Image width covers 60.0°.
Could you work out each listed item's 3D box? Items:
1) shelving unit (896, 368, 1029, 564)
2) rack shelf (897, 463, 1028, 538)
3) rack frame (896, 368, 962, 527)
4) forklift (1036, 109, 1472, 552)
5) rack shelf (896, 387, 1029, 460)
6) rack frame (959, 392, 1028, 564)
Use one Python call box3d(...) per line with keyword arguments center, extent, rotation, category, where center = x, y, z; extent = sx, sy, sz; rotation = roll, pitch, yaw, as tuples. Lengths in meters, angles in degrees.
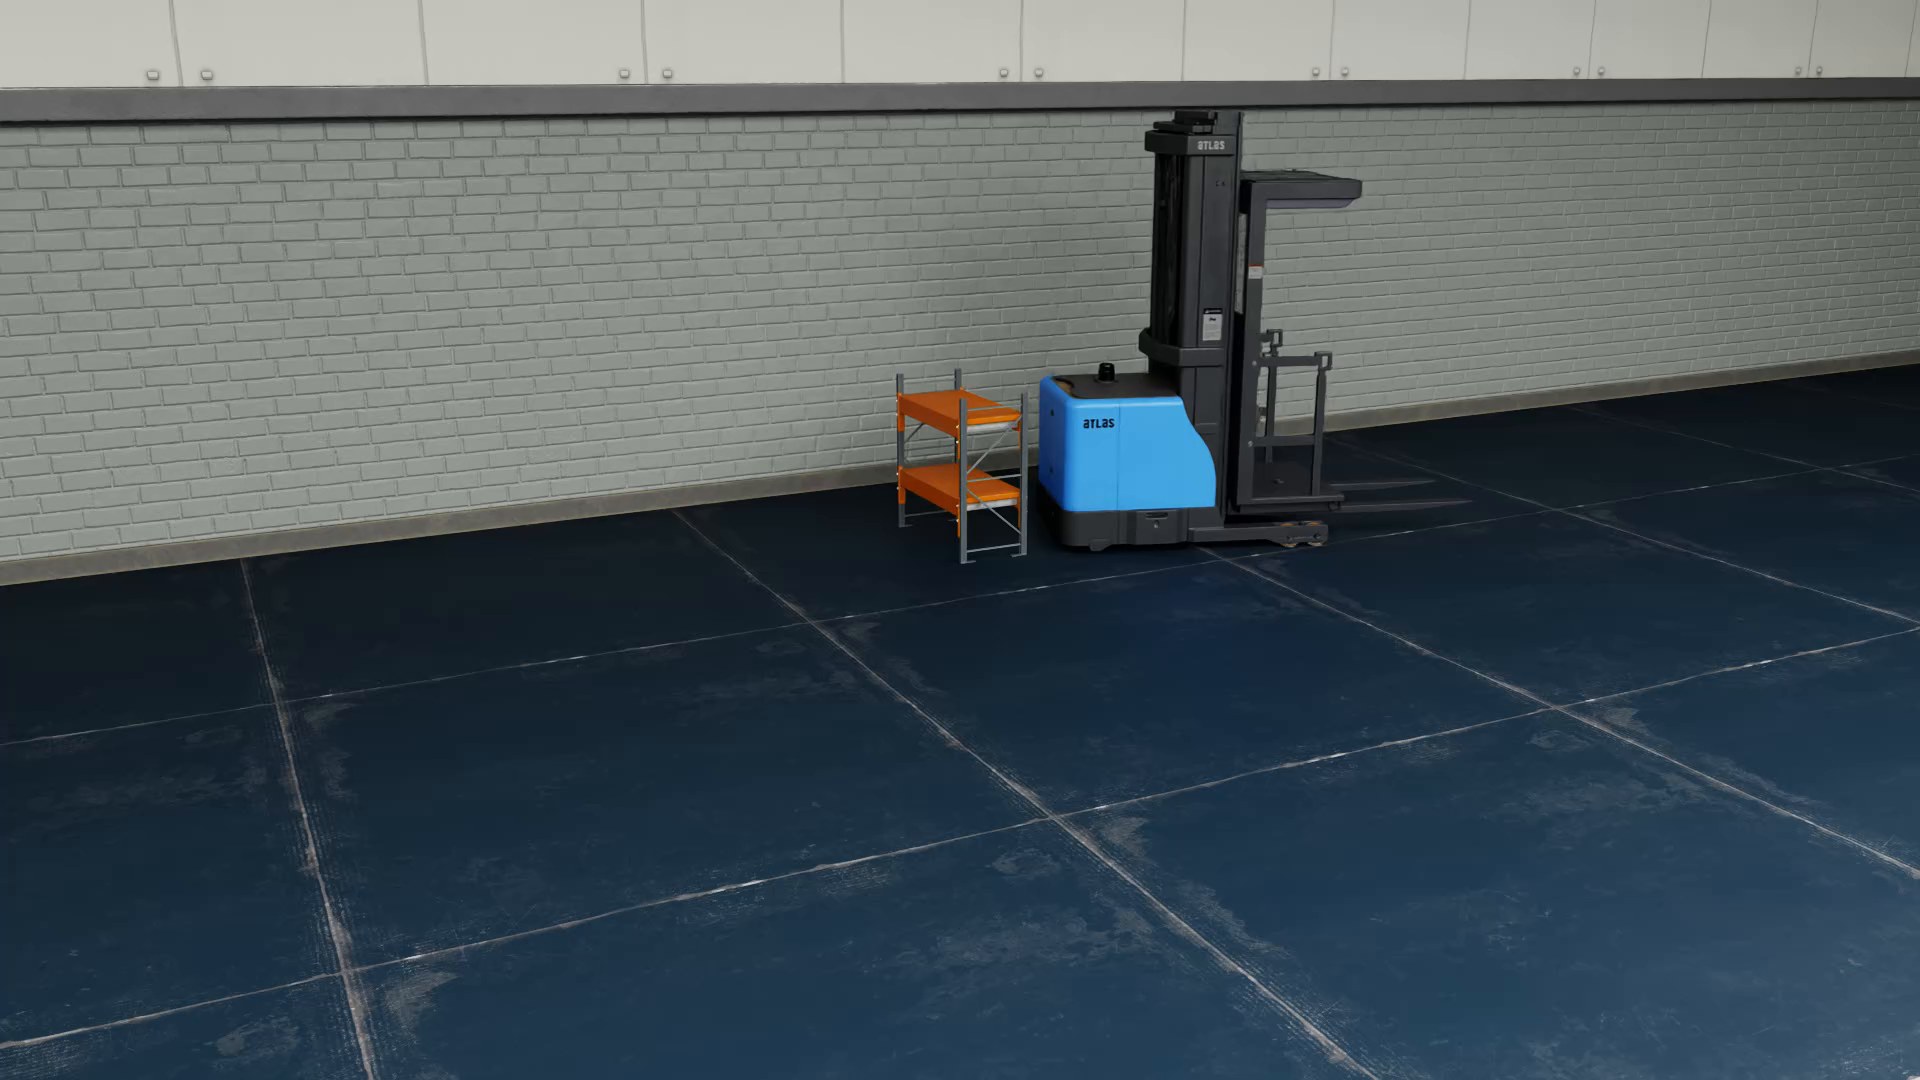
box3d(center=(0.003, -0.539, 11.590), extent=(0.538, 1.125, 1.048), rotation=(-8, 18, -25), category="shelving unit")
box3d(center=(0.003, -0.304, 11.657), extent=(0.538, 0.278, 1.000), rotation=(-8, 18, -25), category="rack shelf")
box3d(center=(-0.220, -0.665, 12.029), extent=(0.500, 1.125, 0.032), rotation=(-8, 18, -25), category="rack frame")
box3d(center=(2.122, -1.499, 11.659), extent=(3.031, 2.935, 1.130), rotation=(-2, 16, -8), category="forklift")
box3d(center=(0.003, -0.820, 11.509), extent=(0.538, 0.278, 1.000), rotation=(-8, 18, -25), category="rack shelf")
box3d(center=(0.226, -0.413, 11.150), extent=(0.500, 1.125, 0.032), rotation=(-8, 18, -25), category="rack frame")
